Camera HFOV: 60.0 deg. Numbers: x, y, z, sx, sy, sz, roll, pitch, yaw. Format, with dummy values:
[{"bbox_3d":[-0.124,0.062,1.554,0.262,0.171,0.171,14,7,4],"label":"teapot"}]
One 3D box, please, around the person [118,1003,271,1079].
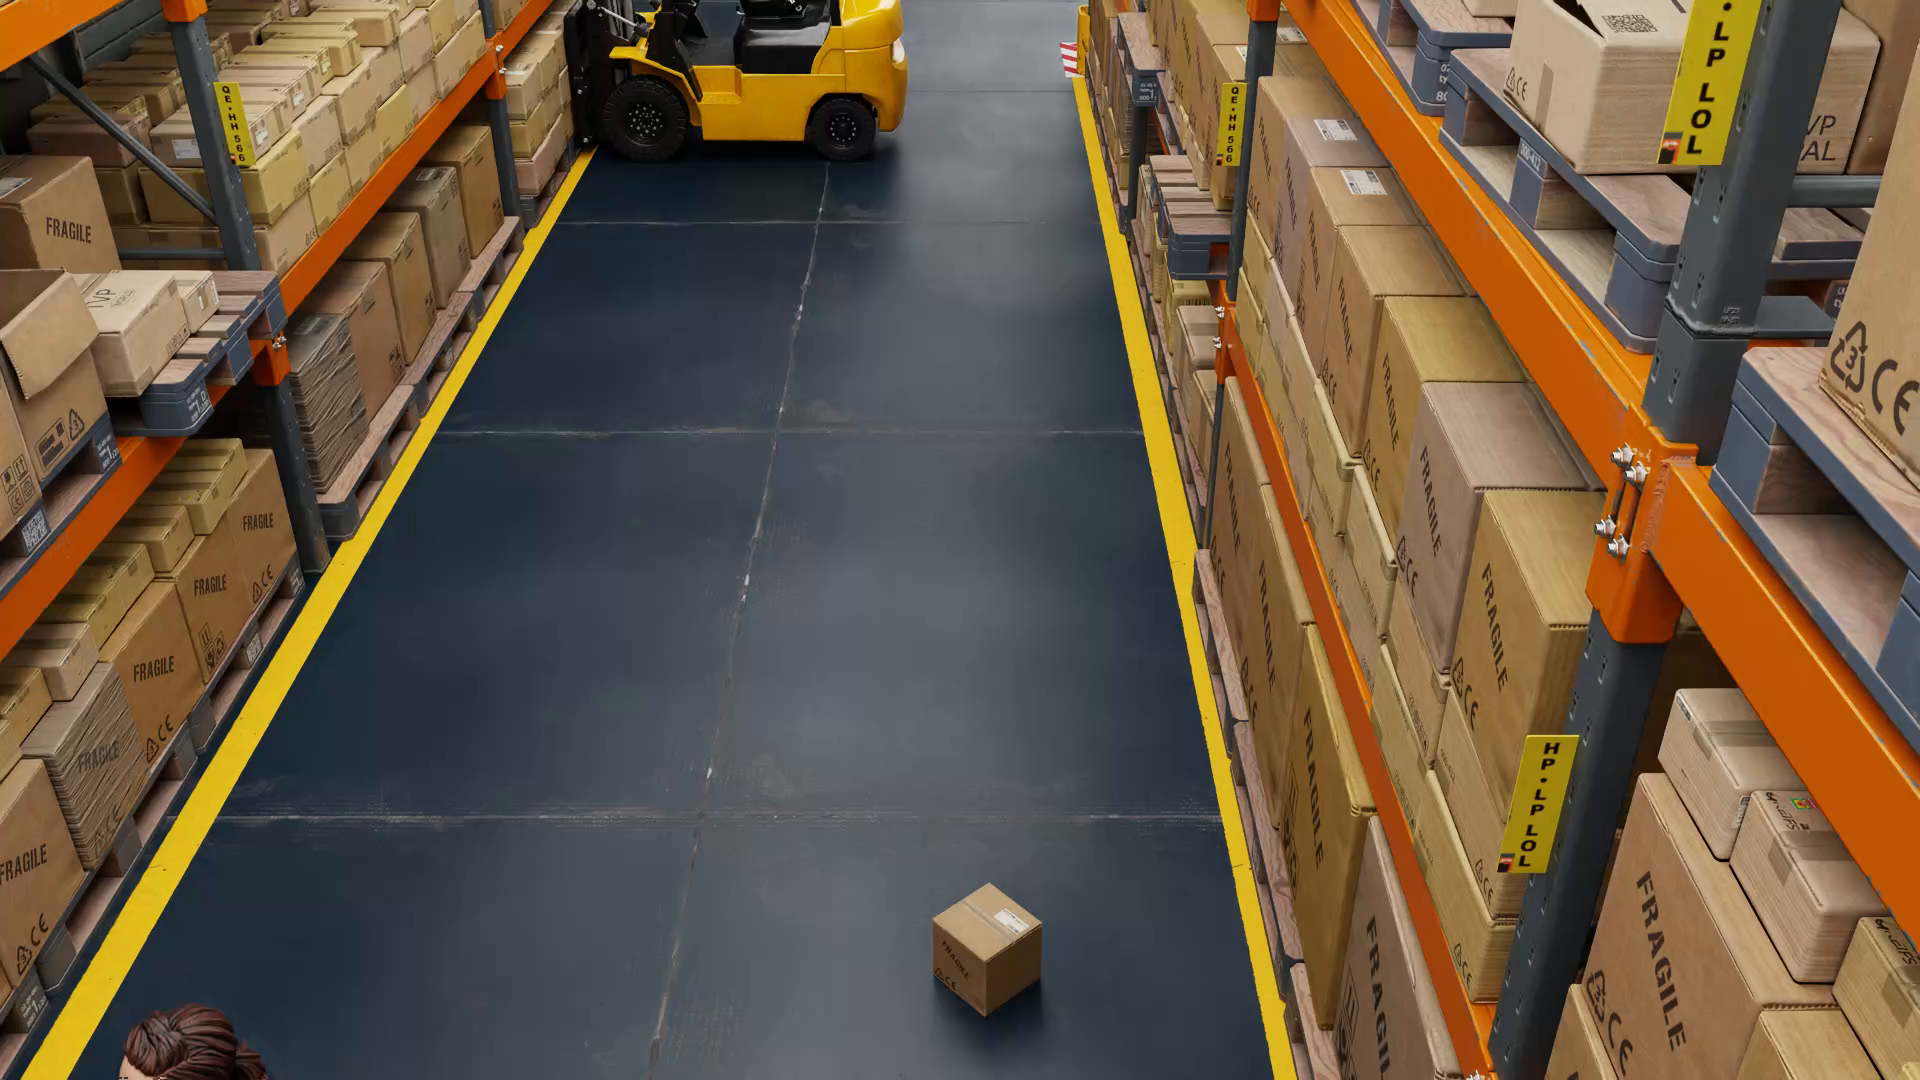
[{"bbox_3d":[-1.516,1.624,3.464,0.444,1.677,0.447,19,36,28],"label":"person"}]
